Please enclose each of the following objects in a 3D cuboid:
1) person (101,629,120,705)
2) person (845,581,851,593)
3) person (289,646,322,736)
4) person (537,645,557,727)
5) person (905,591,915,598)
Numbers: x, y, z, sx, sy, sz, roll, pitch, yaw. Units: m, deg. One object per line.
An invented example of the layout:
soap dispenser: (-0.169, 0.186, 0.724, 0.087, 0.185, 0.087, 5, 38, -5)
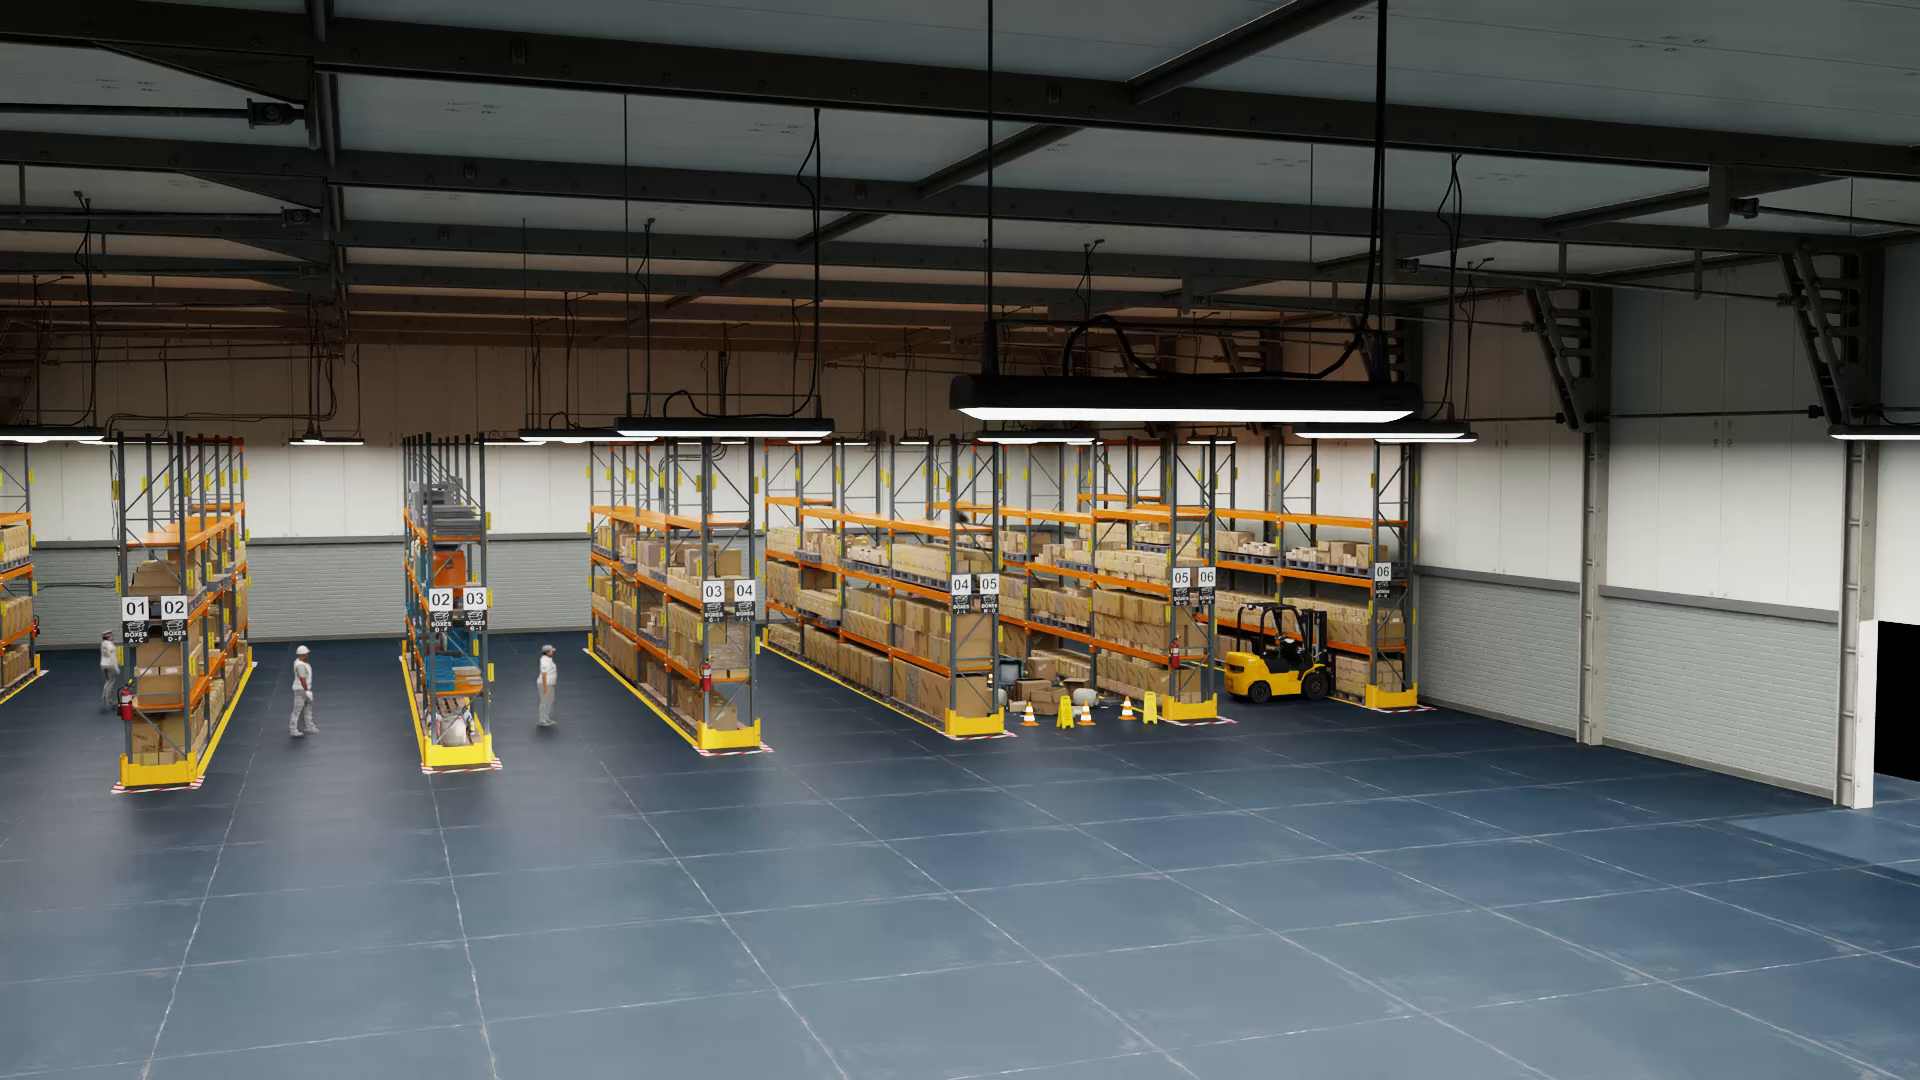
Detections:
person: (-18.867, 2.826, 36.935, 0.502, 1.699, 0.423, 1, 3, 16)
person: (-3.294, 1.994, 48.756, 0.499, 1.601, 0.346, 2, 4, 35)
person: (-13.084, 3.007, 33.181, 0.530, 1.818, 0.674, -1, 3, -9)
person: (-8.519, 2.993, 34.312, 0.400, 1.669, 0.584, 0, 3, -3)
person: (-1.409, 2.134, 46.589, 0.398, 1.546, 0.896, -2, 4, -35)
